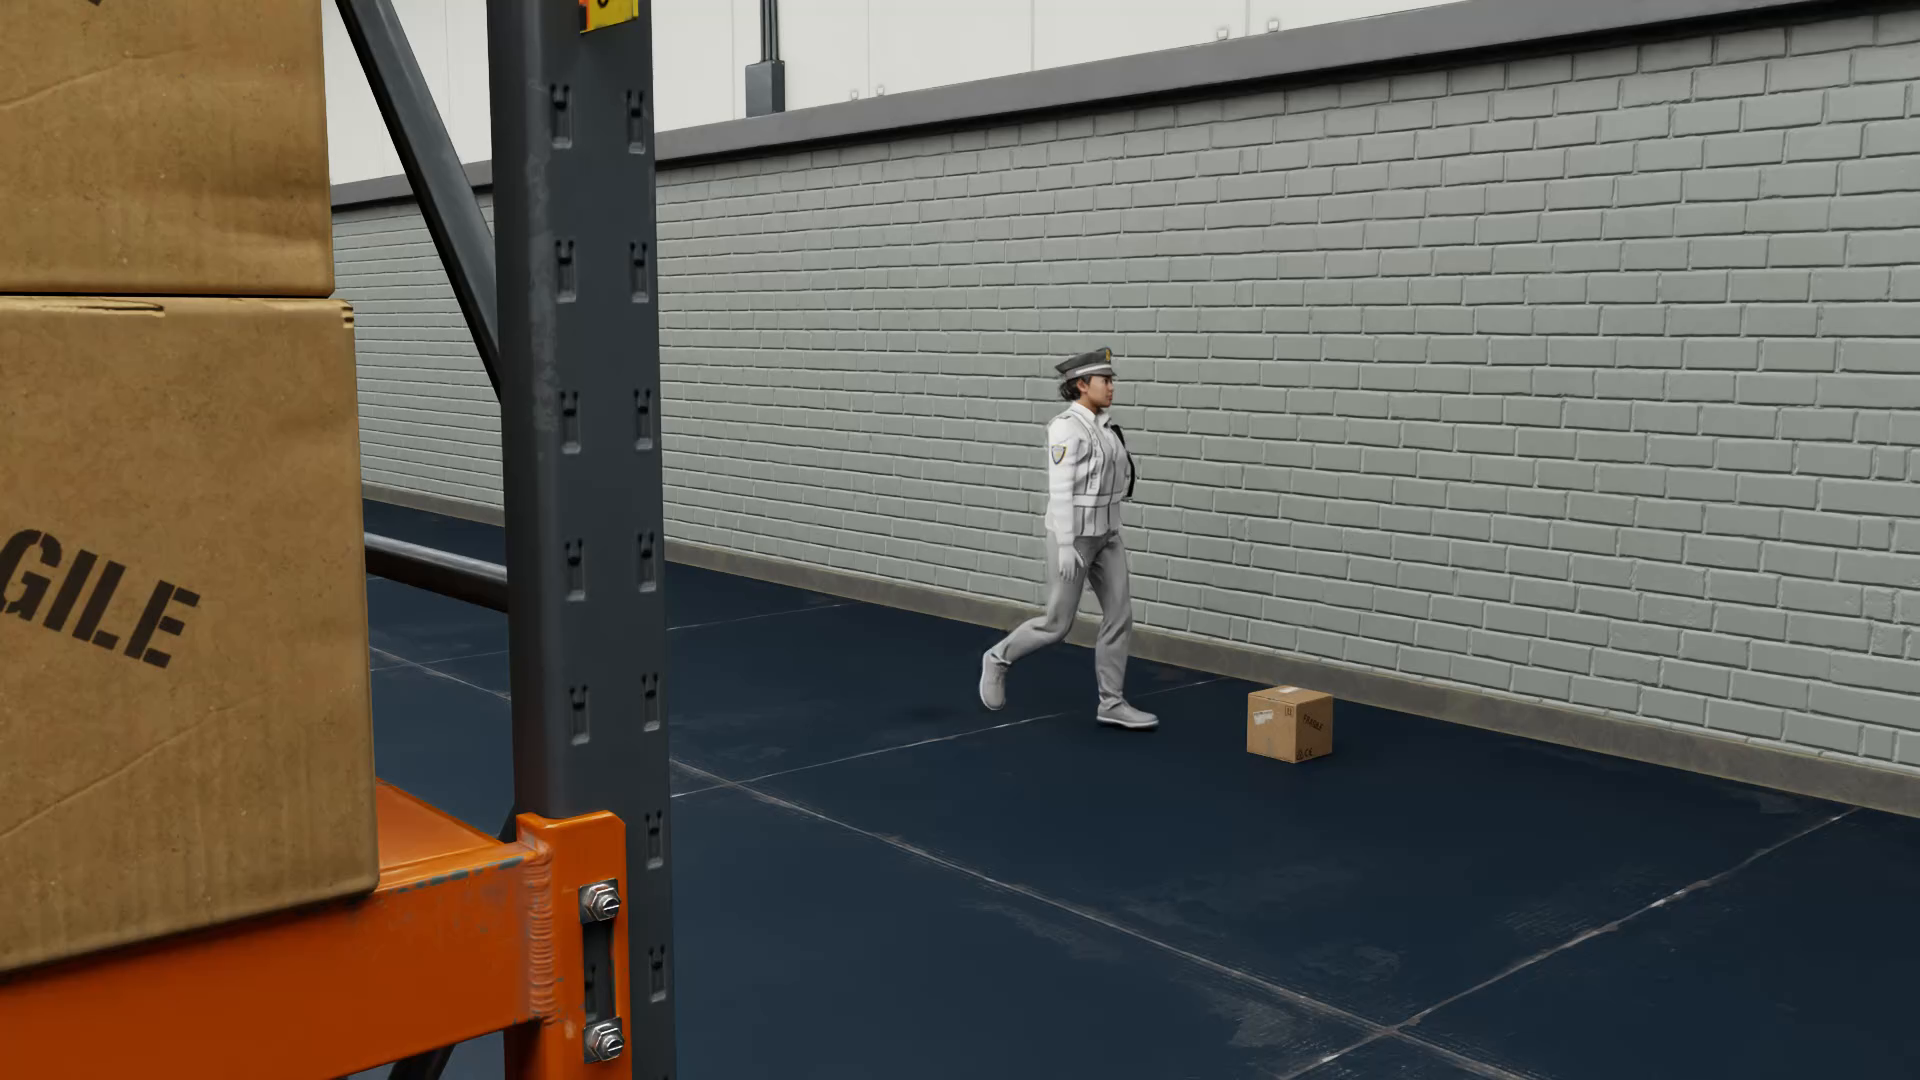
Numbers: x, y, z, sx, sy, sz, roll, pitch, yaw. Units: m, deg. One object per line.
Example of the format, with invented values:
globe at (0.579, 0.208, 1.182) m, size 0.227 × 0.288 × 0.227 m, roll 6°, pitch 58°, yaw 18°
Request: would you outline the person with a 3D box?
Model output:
person at (0.502, -0.024, 7.355) m, size 0.823 × 1.656 × 0.524 m, roll 6°, pitch 9°, yaw 36°
